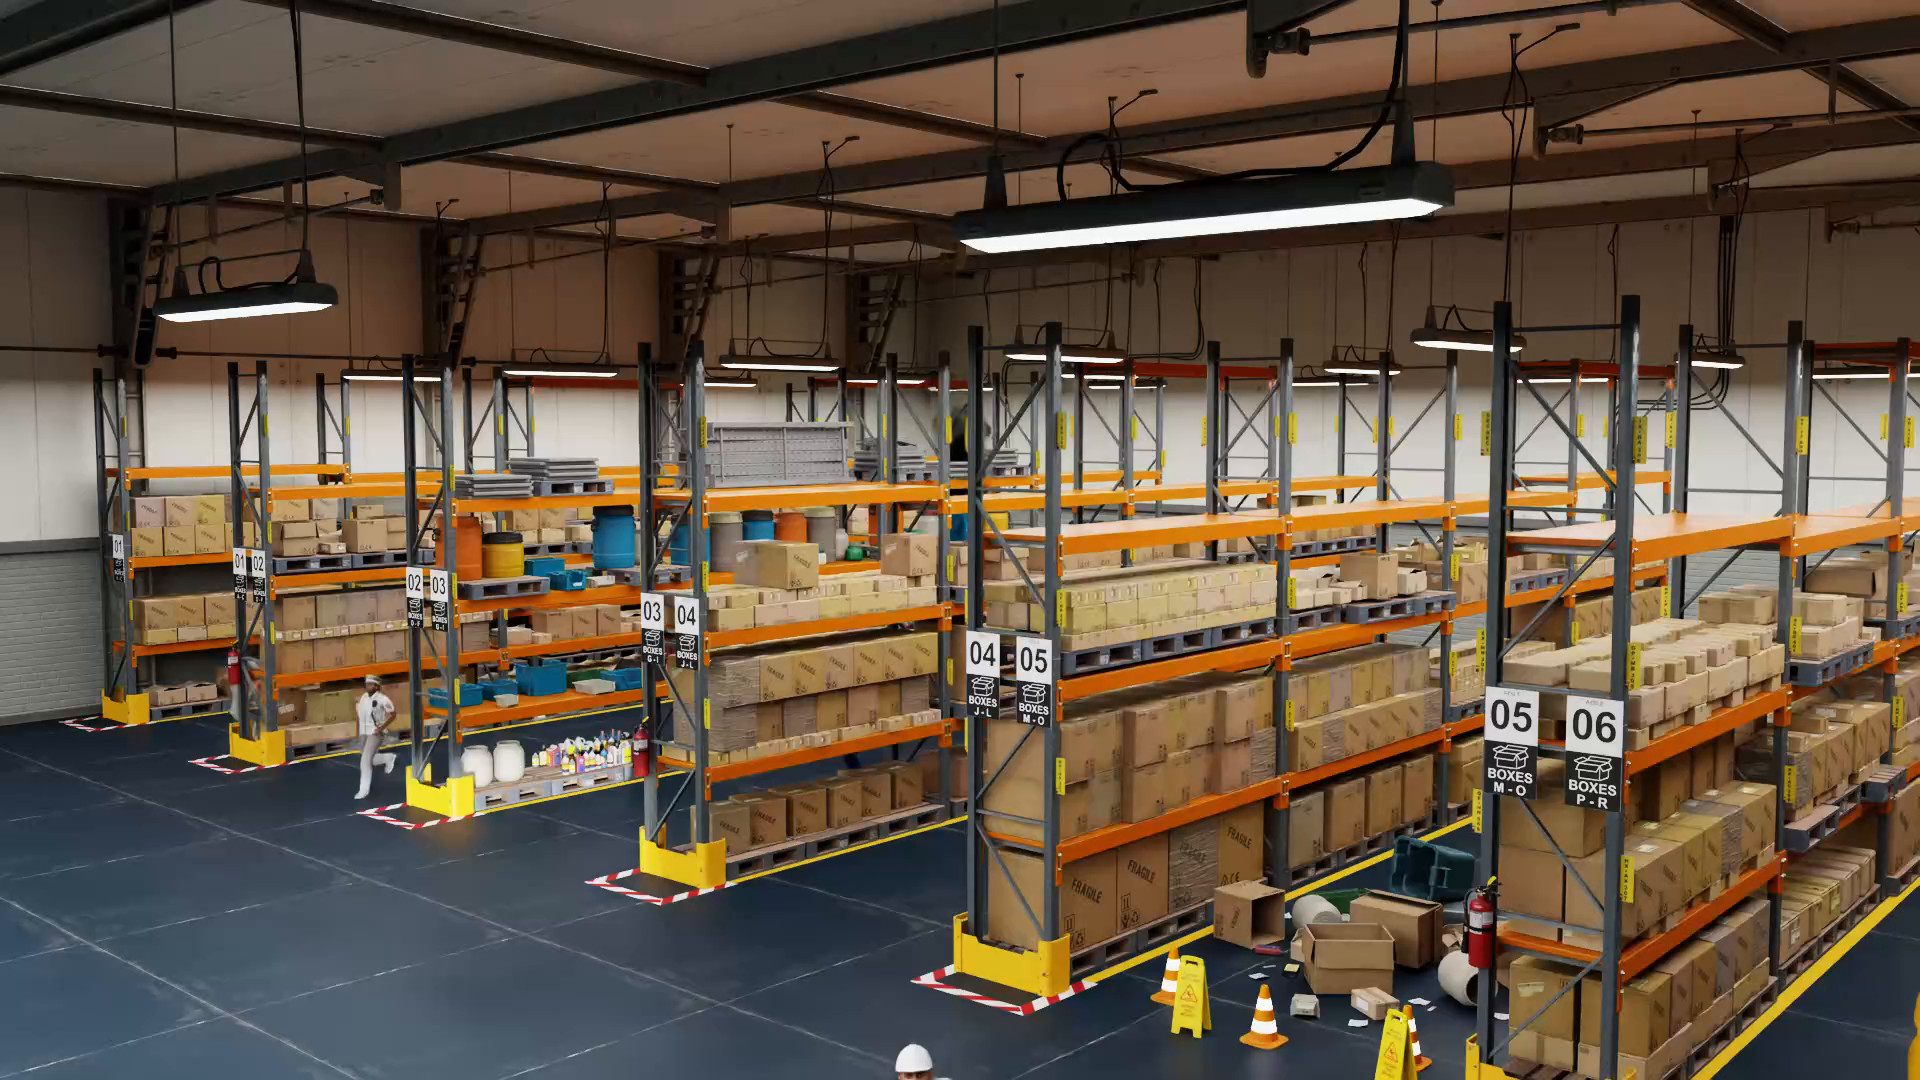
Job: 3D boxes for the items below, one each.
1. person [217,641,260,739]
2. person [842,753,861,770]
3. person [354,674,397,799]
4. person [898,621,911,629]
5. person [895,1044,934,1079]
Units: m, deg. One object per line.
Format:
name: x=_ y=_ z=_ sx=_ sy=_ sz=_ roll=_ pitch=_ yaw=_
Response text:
person: x=-11.432 y=2.406 z=26.381 sx=0.592 sy=1.612 sz=0.641 roll=2 pitch=5 yaw=27
person: x=-1.599 y=2.634 z=23.648 sx=0.619 sy=1.680 sz=0.691 roll=3 pitch=5 yaw=38
person: x=-8.062 y=2.675 z=22.926 sx=0.569 sy=1.678 sz=0.863 roll=2 pitch=5 yaw=26
person: x=-1.164 y=1.958 z=32.696 sx=0.618 sy=1.645 sz=0.645 roll=3 pitch=5 yaw=36
person: x=-0.237 y=3.623 z=9.140 sx=0.680 sy=1.768 sz=0.751 roll=0 pitch=4 yaw=2
